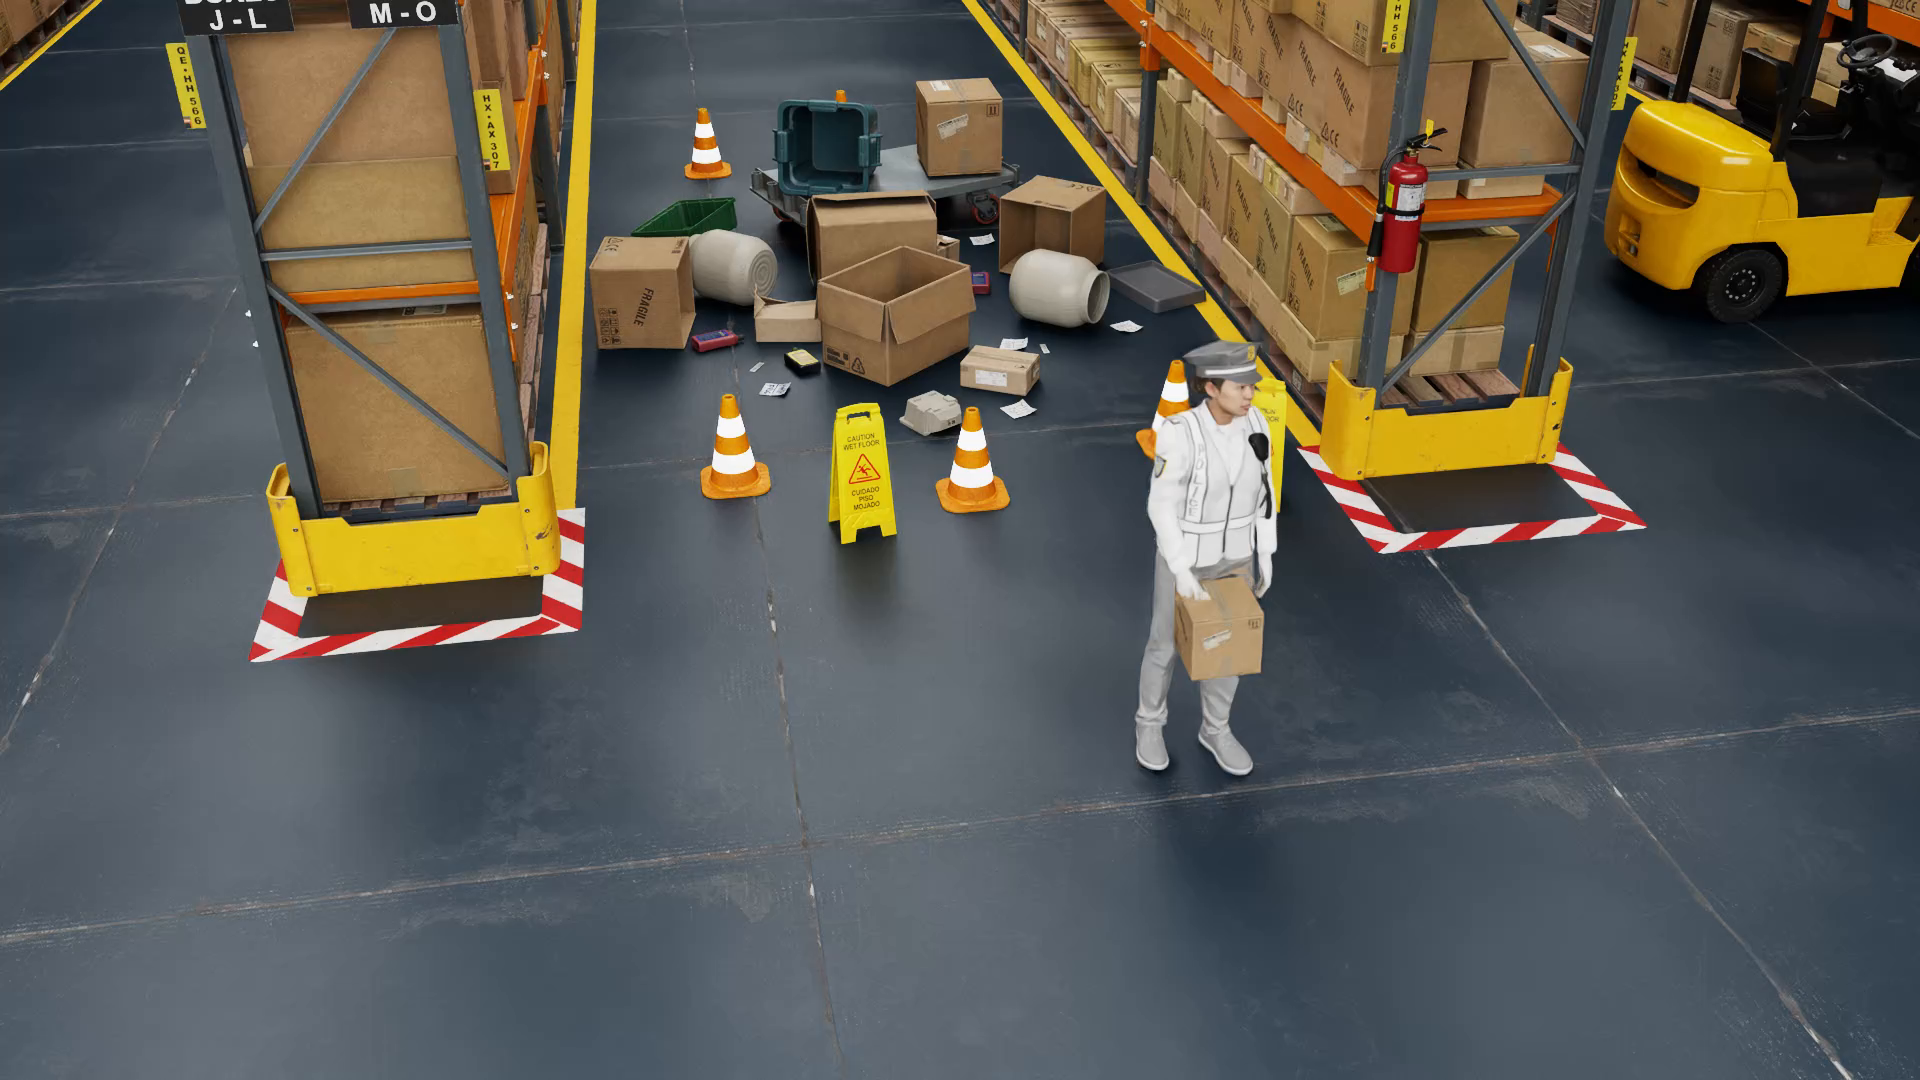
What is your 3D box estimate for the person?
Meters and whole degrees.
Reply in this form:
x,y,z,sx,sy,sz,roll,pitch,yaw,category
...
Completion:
x,y,z,sx,sy,sz,roll,pitch,yaw,category
0.911,0.078,5.968,0.504,1.689,0.440,-11,33,-18,person
